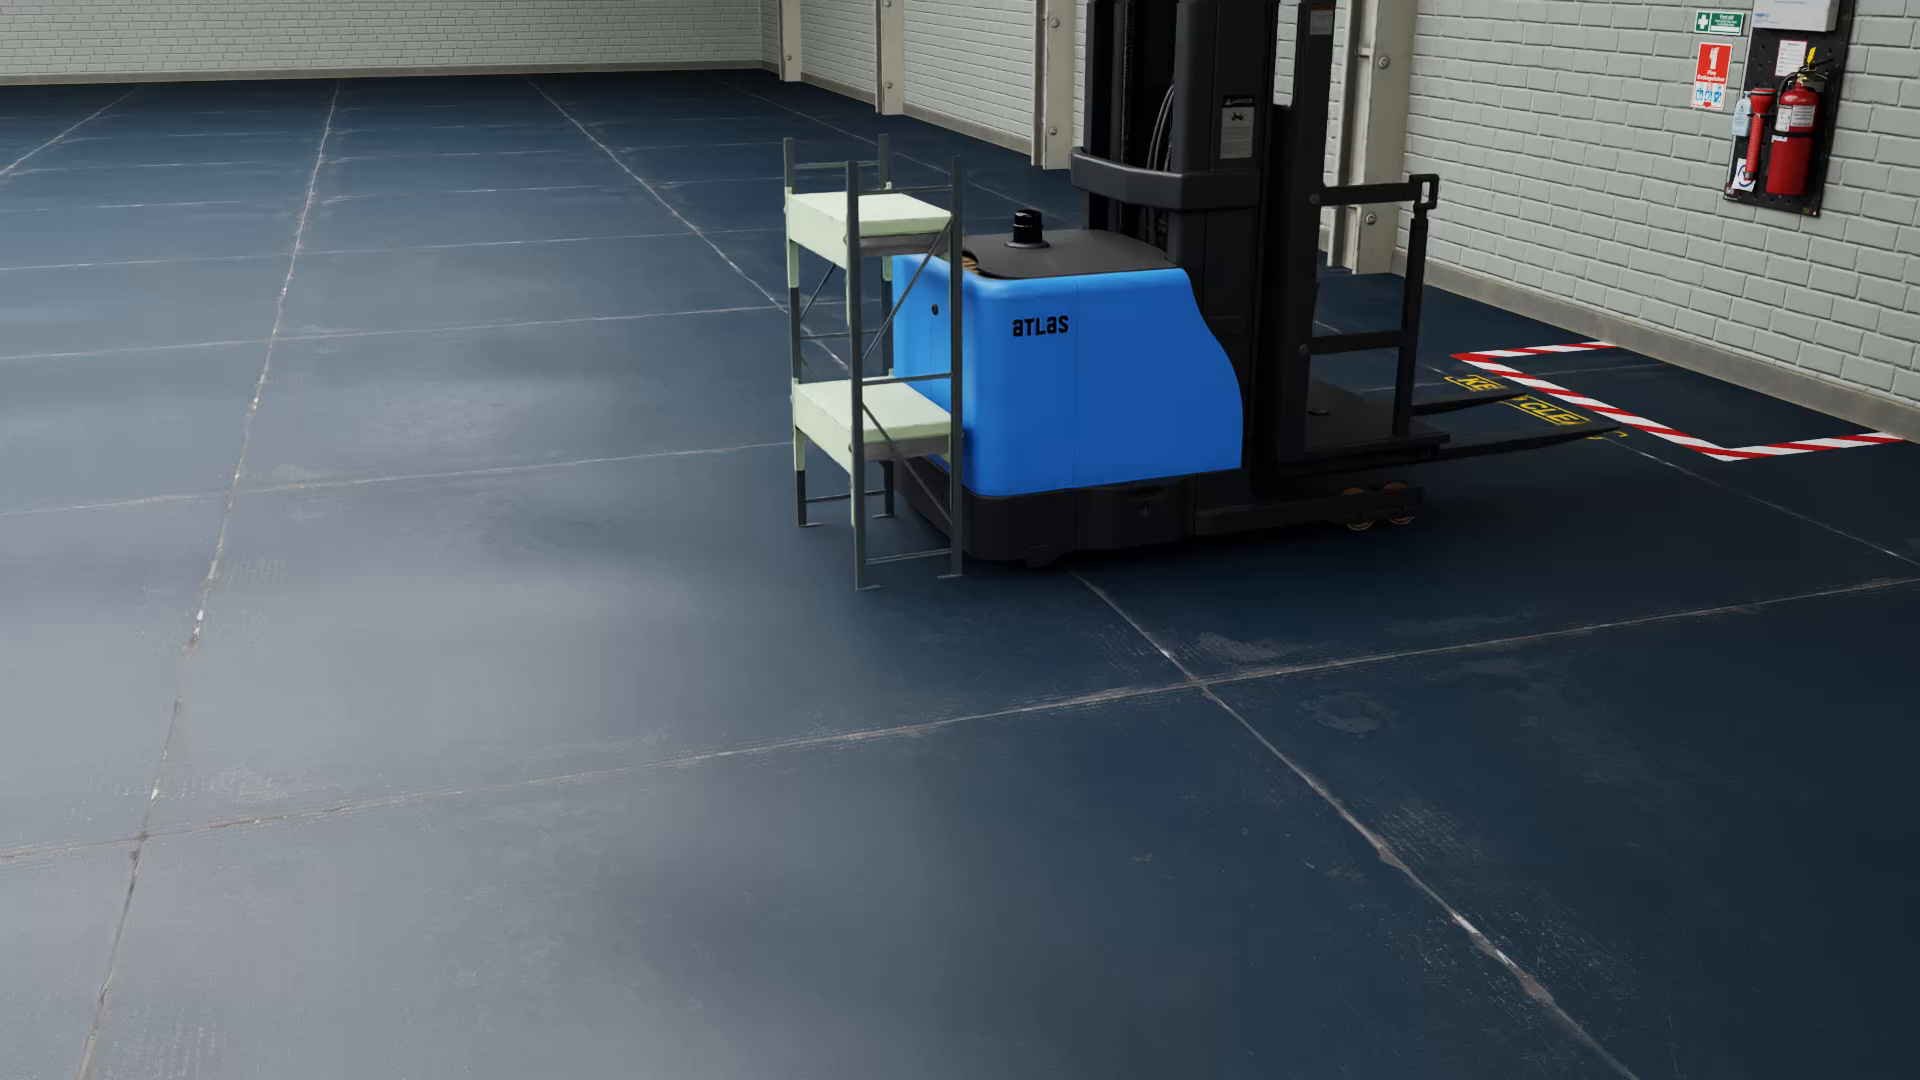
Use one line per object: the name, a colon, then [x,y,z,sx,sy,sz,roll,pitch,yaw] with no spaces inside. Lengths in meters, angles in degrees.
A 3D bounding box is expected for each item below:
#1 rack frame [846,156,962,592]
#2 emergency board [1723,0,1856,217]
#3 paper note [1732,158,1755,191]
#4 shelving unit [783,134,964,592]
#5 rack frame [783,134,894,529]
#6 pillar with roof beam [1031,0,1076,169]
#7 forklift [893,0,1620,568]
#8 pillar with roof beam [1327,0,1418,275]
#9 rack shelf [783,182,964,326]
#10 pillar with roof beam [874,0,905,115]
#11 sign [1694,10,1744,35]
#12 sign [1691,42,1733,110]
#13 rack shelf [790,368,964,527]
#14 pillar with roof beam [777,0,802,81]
rack frame: [-0.182,-0.549,5.727,0.400,1.500,0.023,-8,21,-20]
emergency board: [3.978,-2.205,8.117,0.194,1.169,0.643,-6,21,-17]
paper note: [3.988,-1.854,8.445,0.016,0.148,0.142,-6,21,-17]
shelving unit: [-0.318,-0.664,6.047,0.431,1.500,0.755,-8,21,-20]
rack frame: [-0.454,-0.779,6.367,0.400,1.500,0.023,-8,21,-20]
pillar with roof beam: [-3.140,-7.625,14.332,9.100,9.000,0.400,-6,21,-17]
forklift: [1.293,-1.574,6.462,3.031,2.935,1.130,-7,21,-20]
pillar with roof beam: [-1.254,-5.699,8.971,9.100,9.000,0.400,-6,21,-17]
rack shelf: [-0.318,-1.031,5.915,0.431,0.370,0.720,-8,21,-20]
pillar with roof beam: [-5.026,-9.550,19.693,9.100,9.000,0.400,-6,21,-17]
sign: [3.895,-2.657,8.540,0.001,0.109,0.331,-6,21,-17]
sign: [3.902,-2.410,8.636,0.001,0.329,0.234,-6,21,-17]
rack shelf: [-0.318,-0.357,6.157,0.431,0.370,0.720,-8,21,-20]
pillar with roof beam: [-6.912,-11.475,25.053,9.100,9.000,0.400,-6,21,-17]
